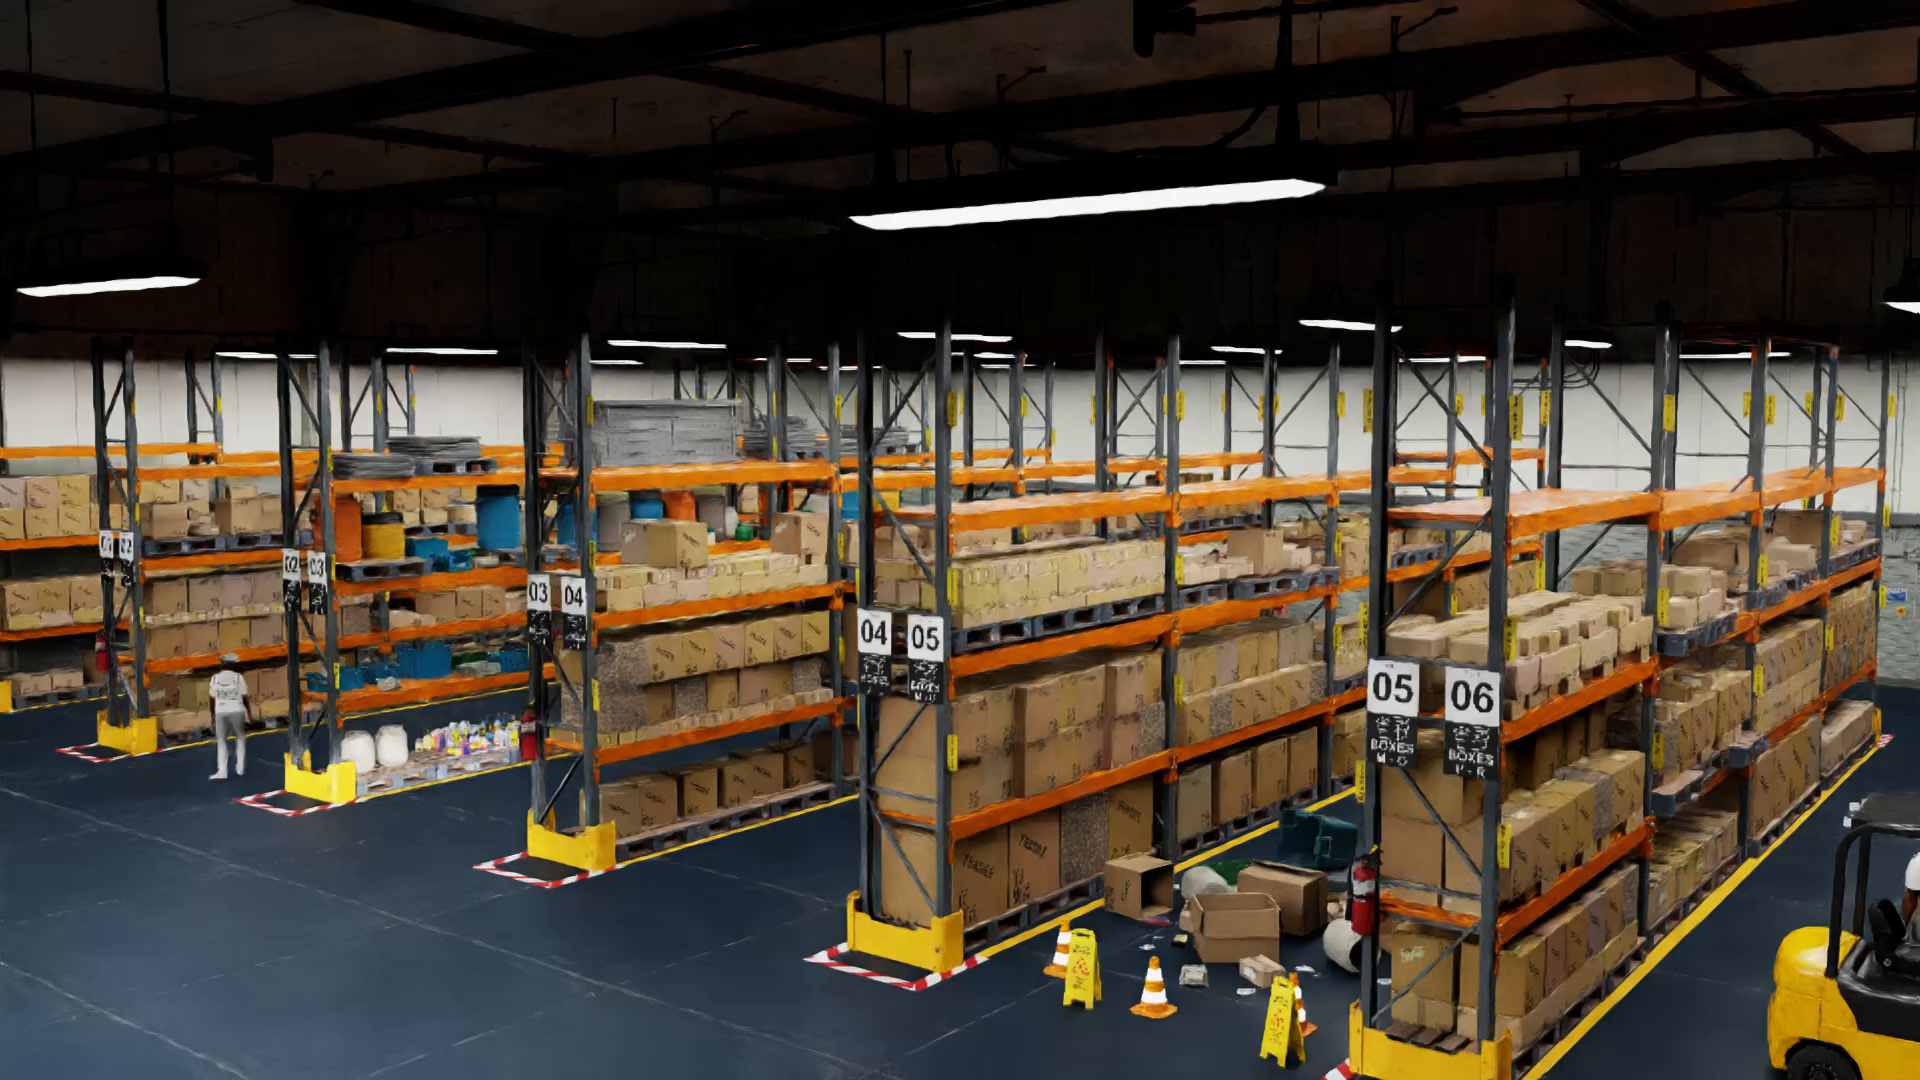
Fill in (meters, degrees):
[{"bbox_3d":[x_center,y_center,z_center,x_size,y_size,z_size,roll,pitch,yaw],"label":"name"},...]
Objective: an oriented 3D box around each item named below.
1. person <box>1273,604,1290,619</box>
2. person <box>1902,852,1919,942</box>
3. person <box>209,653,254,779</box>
[{"bbox_3d":[6.227,1.511,32.025,0.470,1.718,0.696,0,5,2],"label":"person"},{"bbox_3d":[7.903,3.093,13.548,0.669,1.764,0.574,-2,5,-24],"label":"person"},{"bbox_3d":[-9.863,2.366,22.480,0.573,1.665,0.551,-2,5,-24],"label":"person"}]
